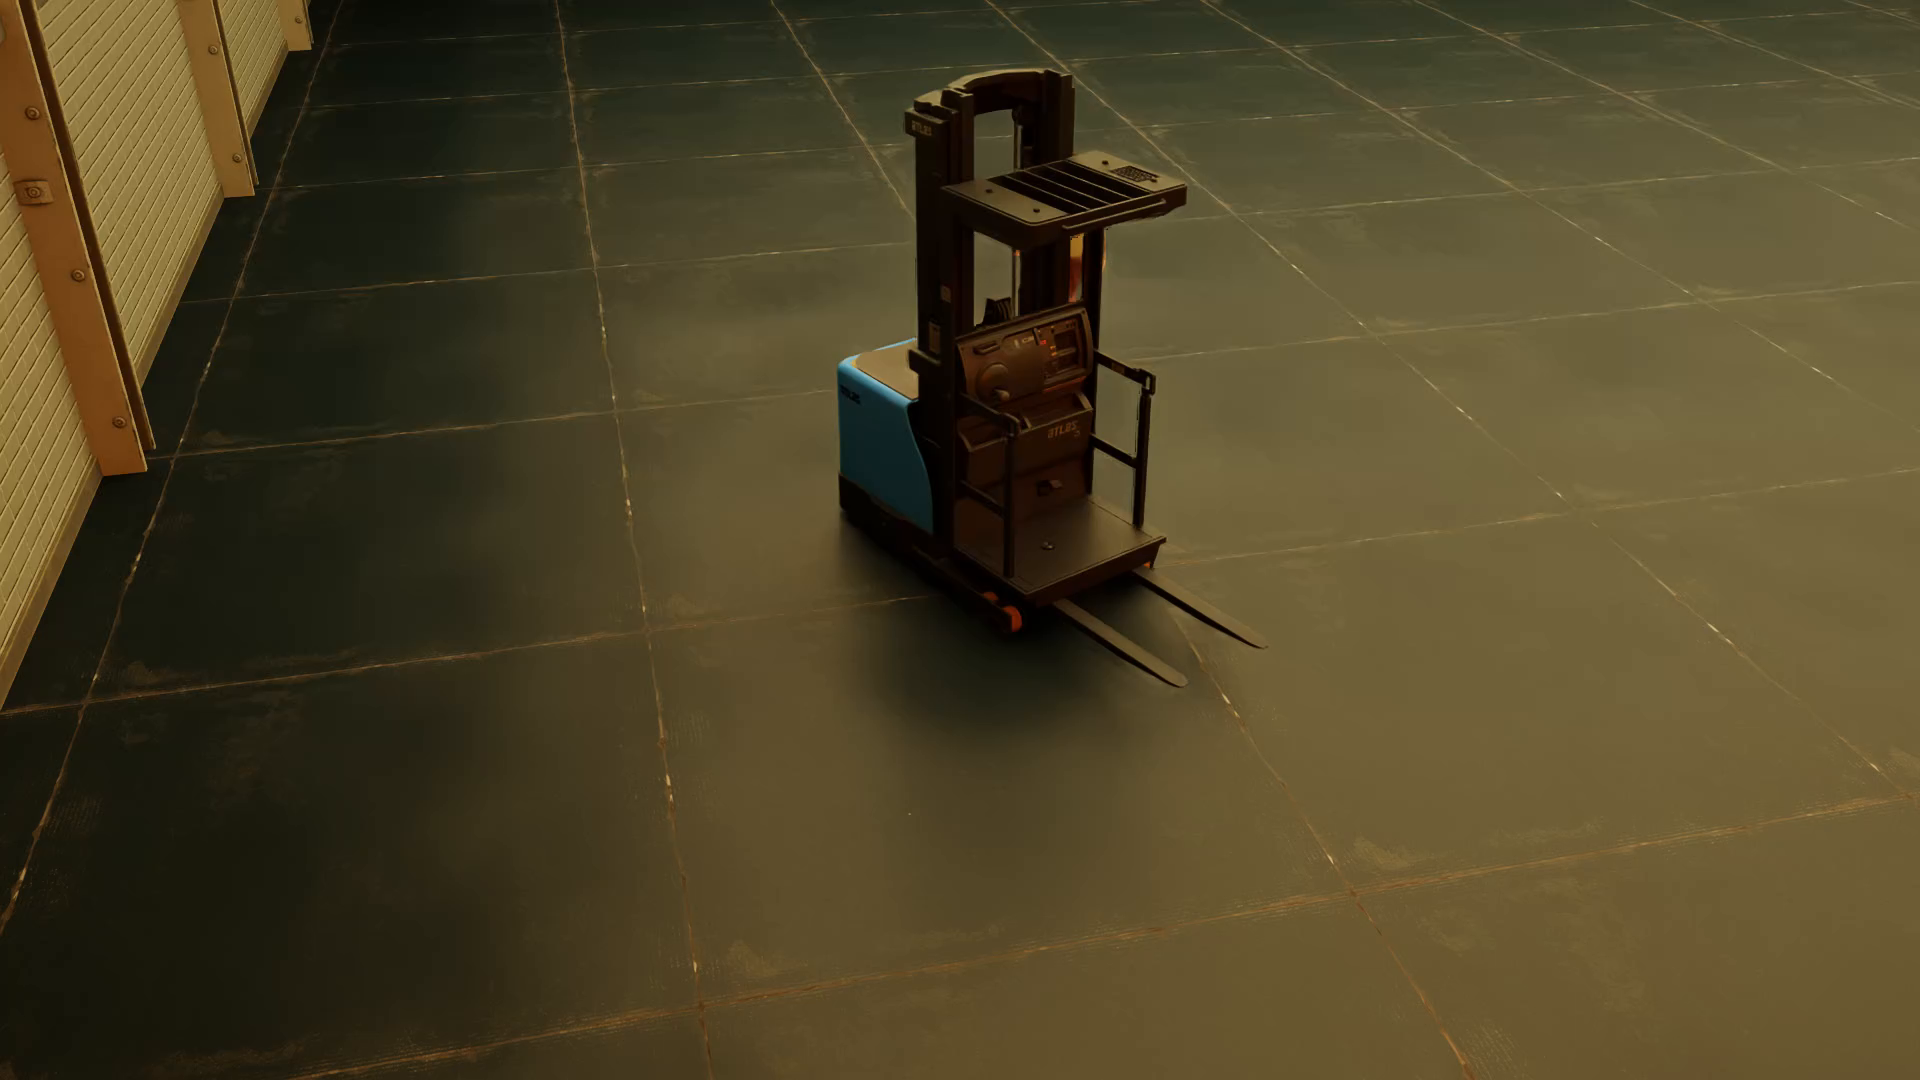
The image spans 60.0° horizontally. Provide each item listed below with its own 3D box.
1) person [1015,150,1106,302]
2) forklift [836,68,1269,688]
[{"bbox_3d":[0.754,-2.153,12.569,0.657,1.656,0.492,-6,31,-10],"label":"person"},{"bbox_3d":[0.509,-1.007,9.314,1.130,2.935,3.031,-21,36,-32],"label":"forklift"}]
